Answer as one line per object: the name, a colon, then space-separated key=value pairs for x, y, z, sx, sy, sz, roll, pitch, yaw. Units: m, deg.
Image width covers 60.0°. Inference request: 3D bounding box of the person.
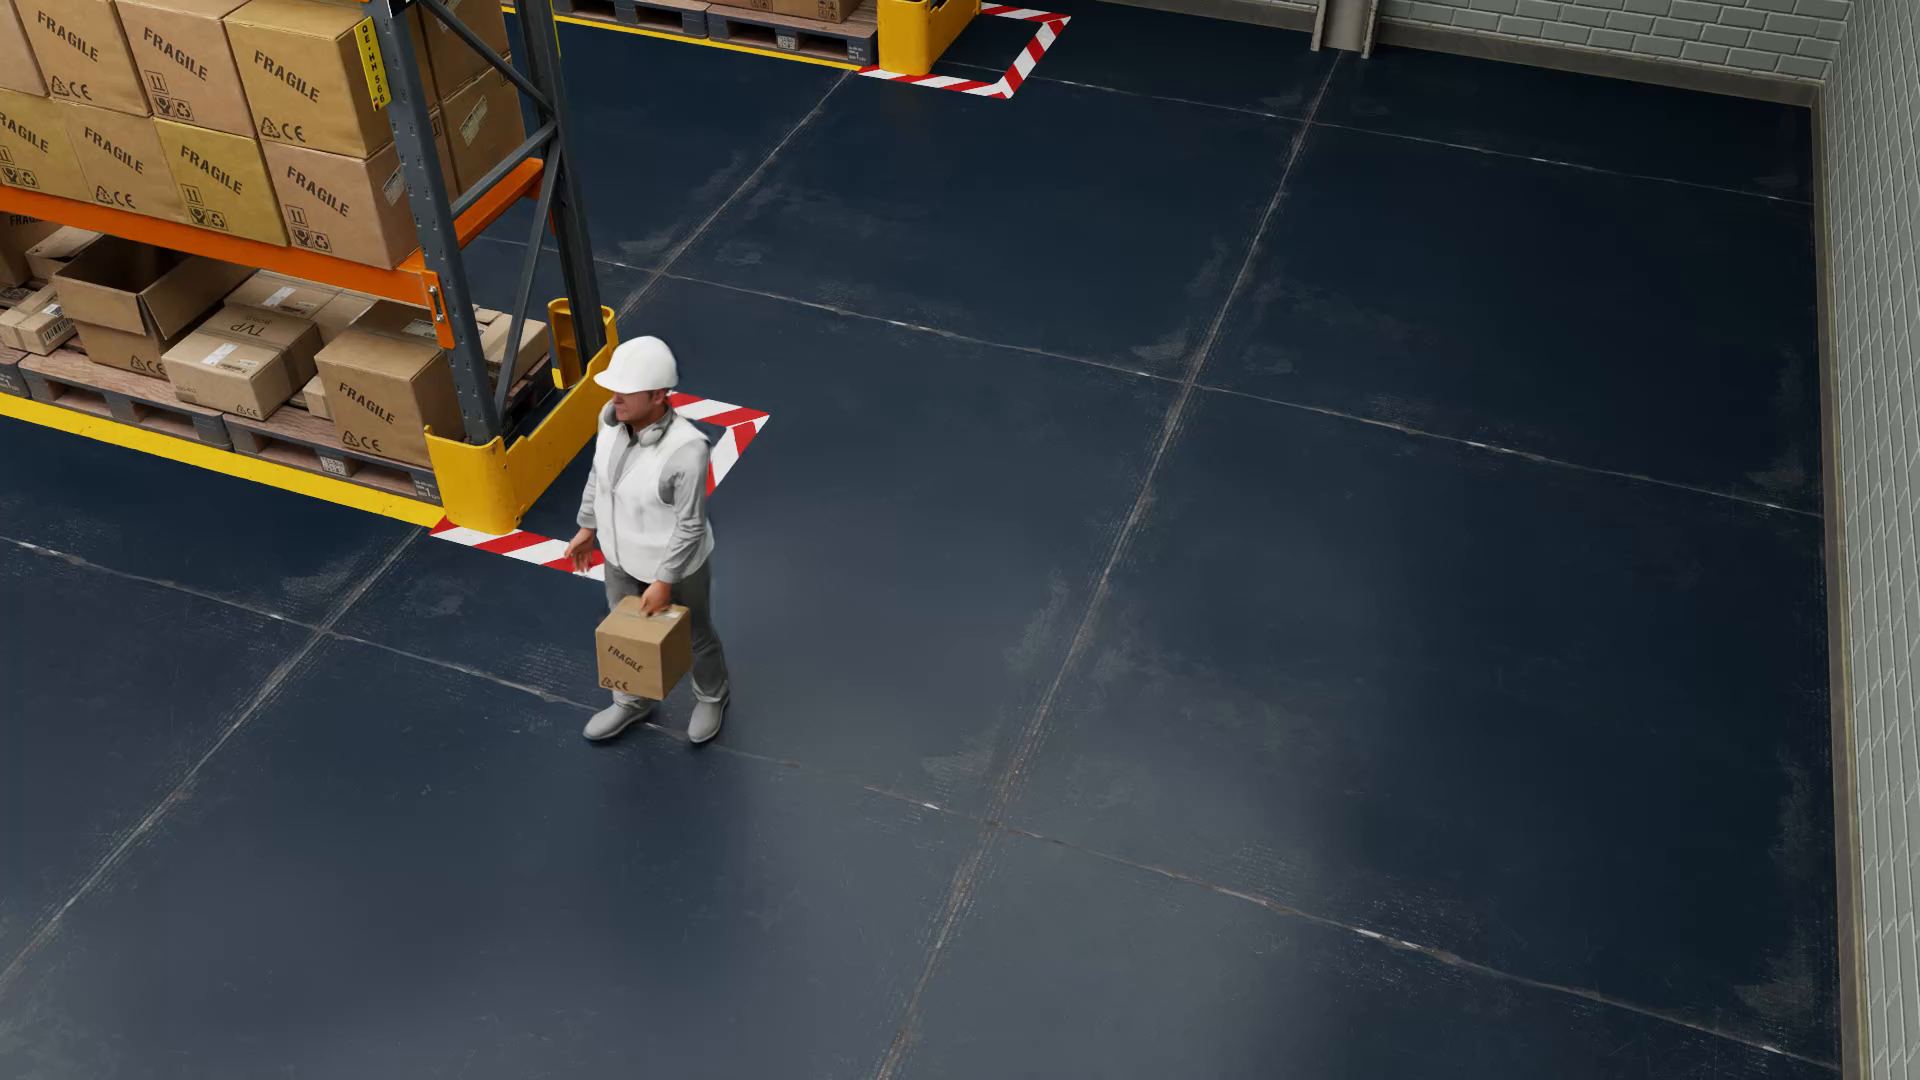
person: x=-1.153 y=0.072 z=6.054 sx=0.560 sy=1.777 sz=0.545 roll=28 pitch=48 yaw=28
